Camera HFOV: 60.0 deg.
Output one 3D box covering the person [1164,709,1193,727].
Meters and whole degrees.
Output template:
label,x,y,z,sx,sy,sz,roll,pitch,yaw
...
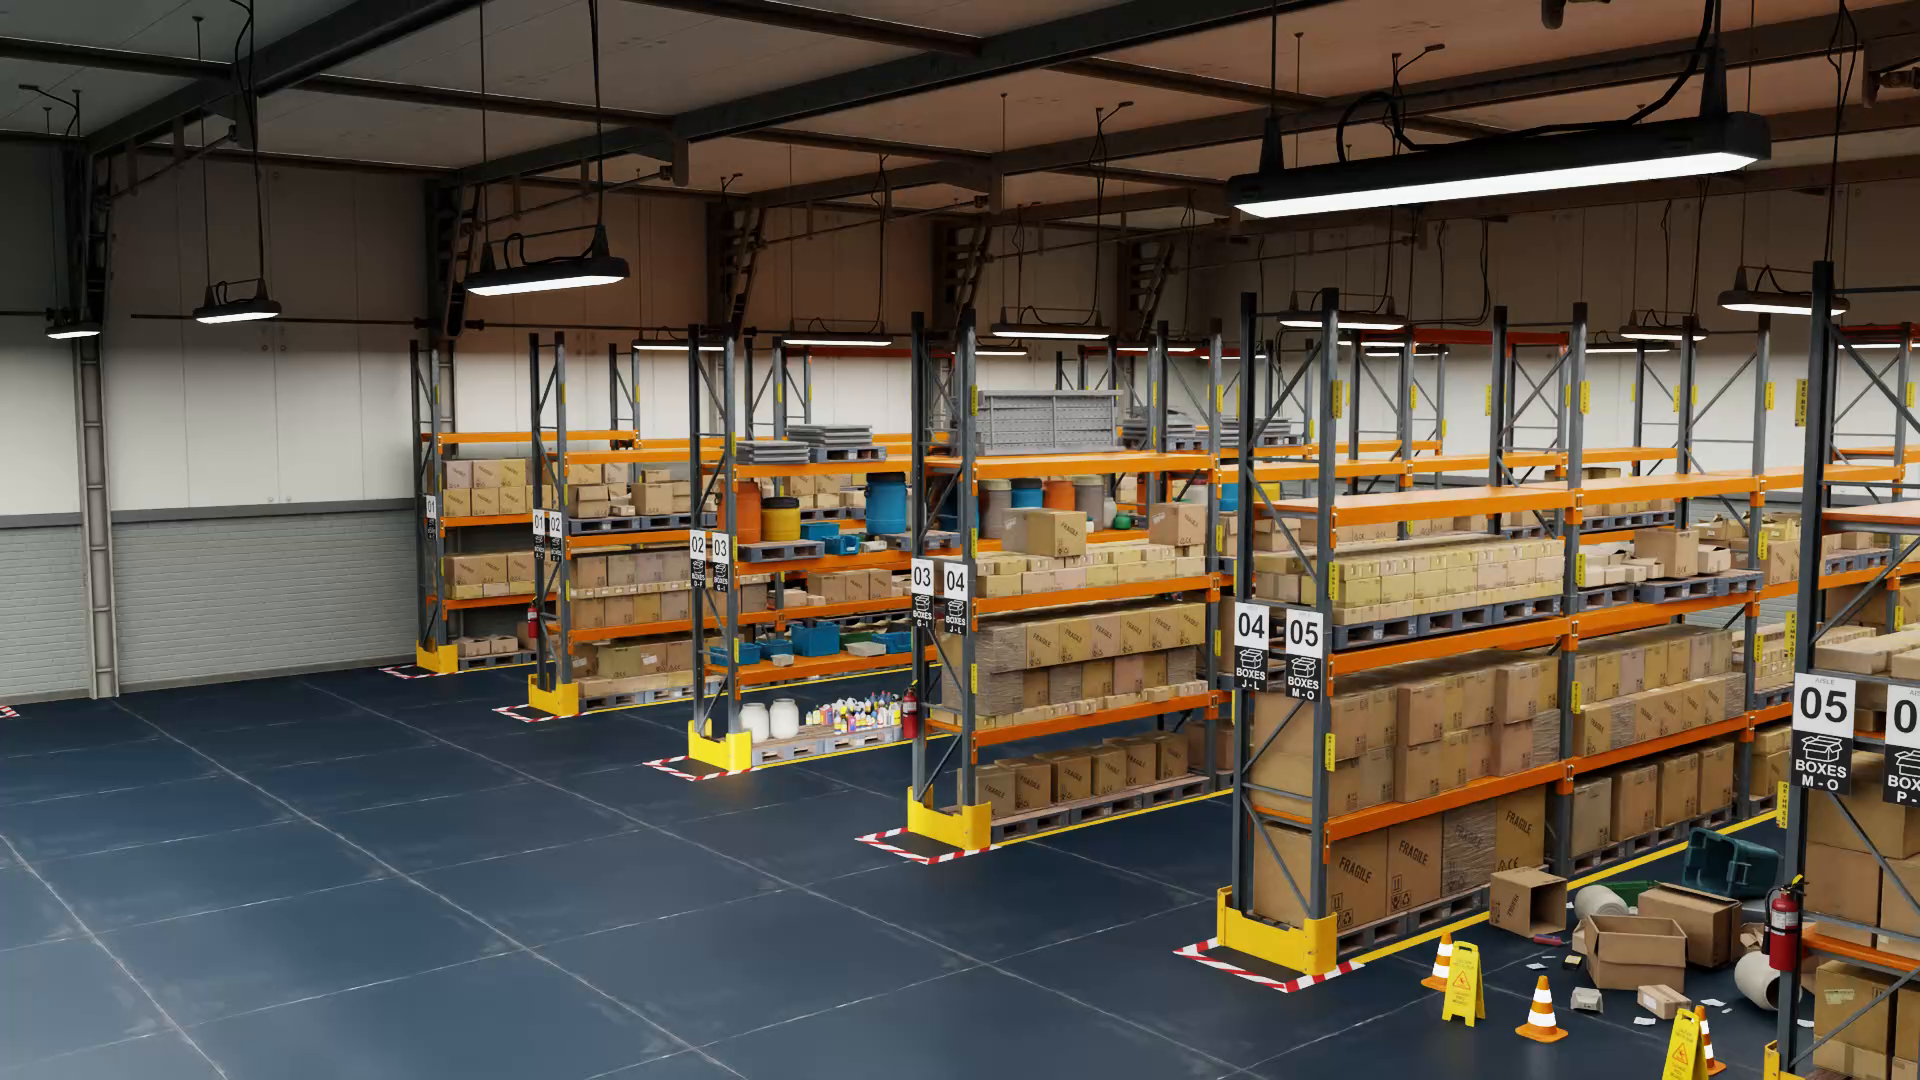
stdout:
label,x,y,z,sx,sy,sz,roll,pitch,yaw
person,3.128,2.066,24.654,0.779,1.471,0.462,-3,6,-31
